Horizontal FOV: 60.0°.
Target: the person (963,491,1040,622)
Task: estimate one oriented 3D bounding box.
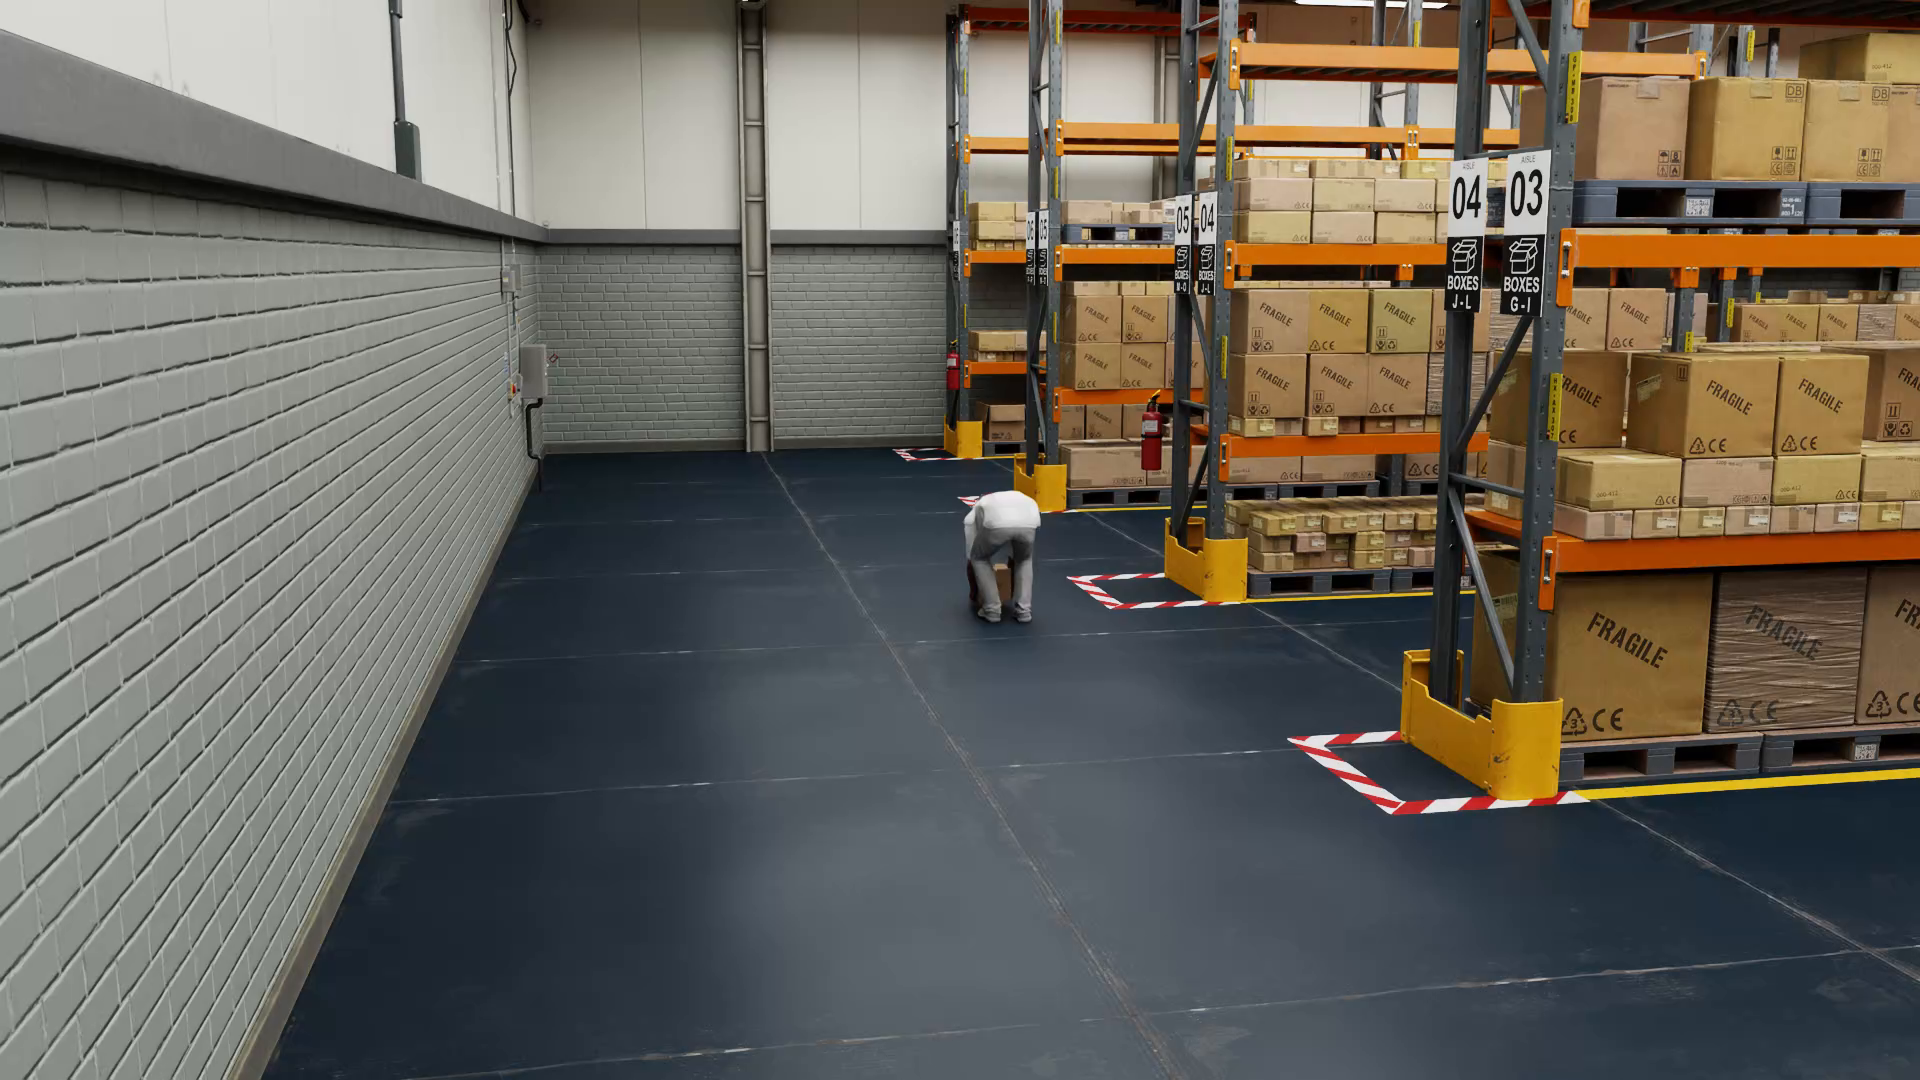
[{"bbox_3d":[0.294,0.087,12.653,0.499,0.980,0.974,-2,10,-14],"label":"person"}]
